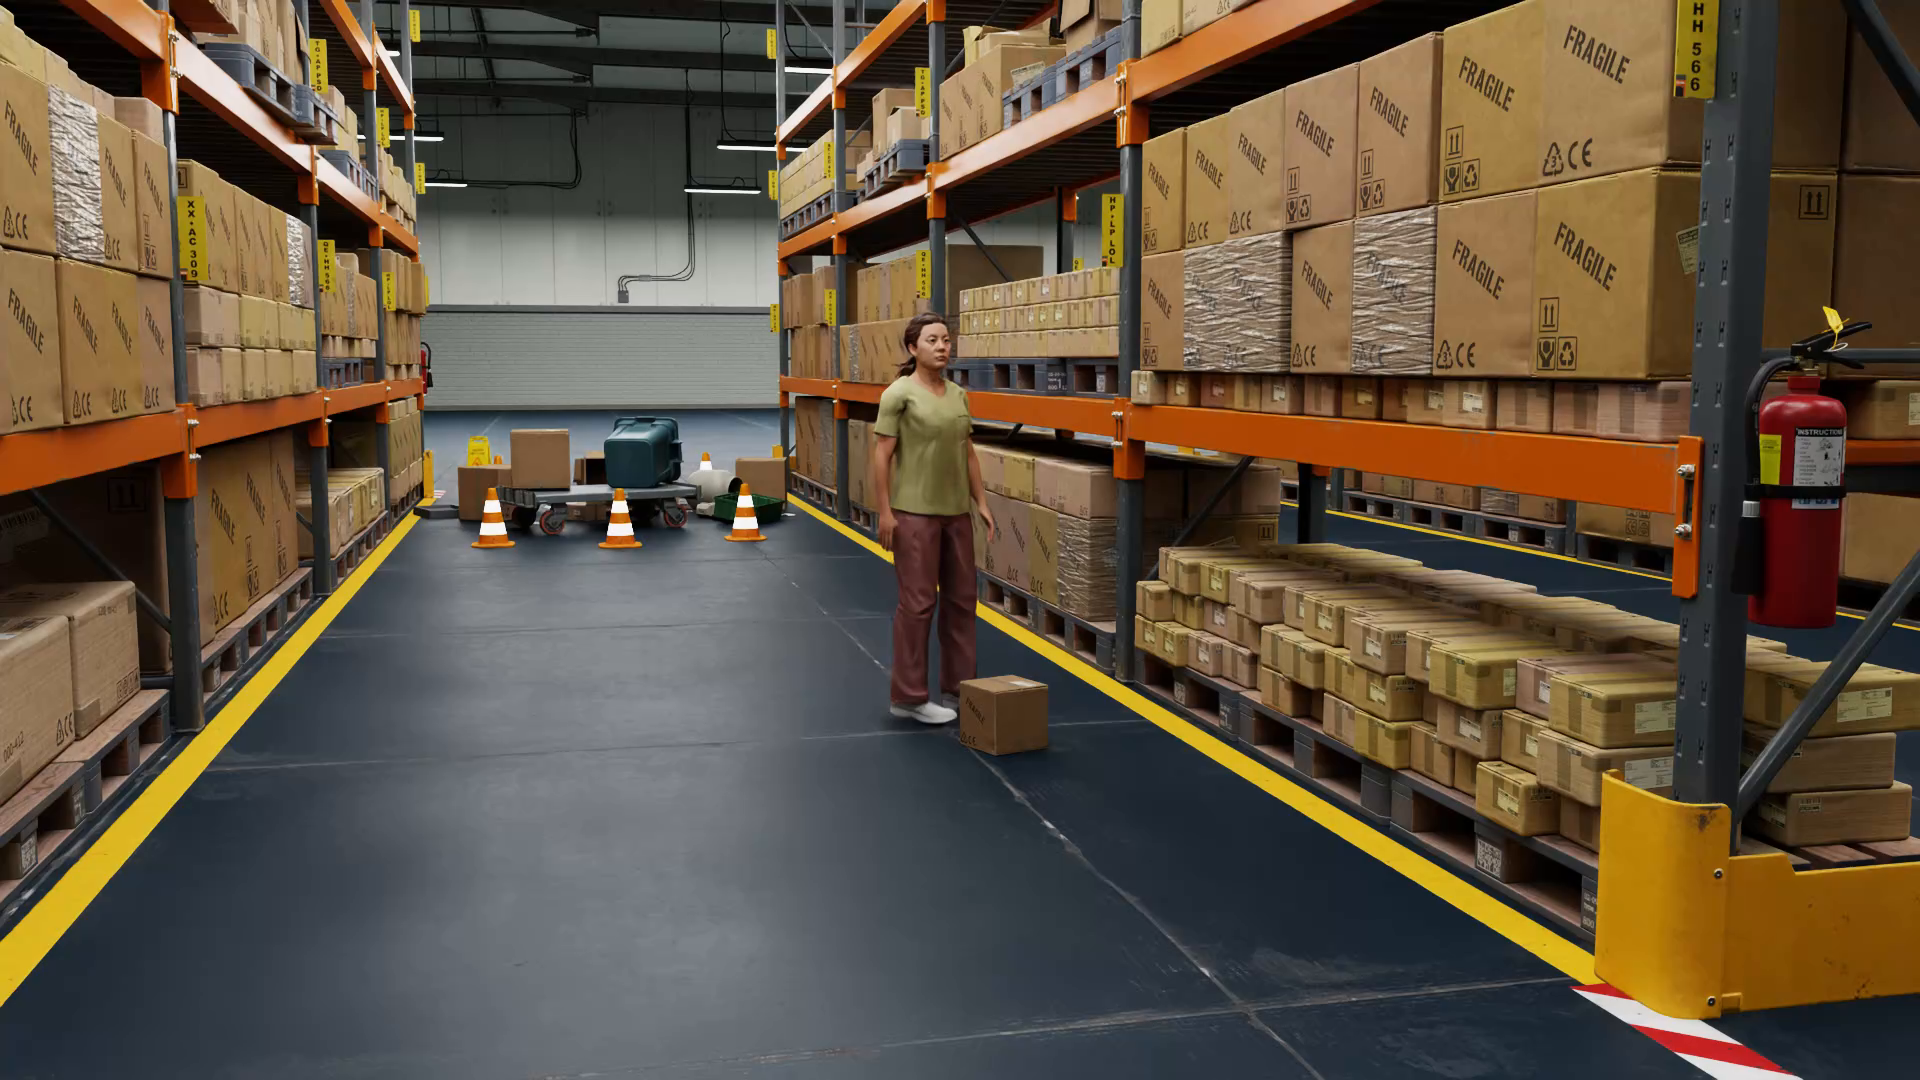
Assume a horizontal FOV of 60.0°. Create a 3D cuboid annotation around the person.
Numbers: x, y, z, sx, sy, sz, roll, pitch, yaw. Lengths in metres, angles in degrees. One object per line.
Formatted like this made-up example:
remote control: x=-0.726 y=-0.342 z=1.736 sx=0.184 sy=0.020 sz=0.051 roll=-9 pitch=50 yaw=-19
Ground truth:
person: x=-0.108 y=-0.091 z=6.856 sx=0.482 sy=1.676 sz=0.369 roll=-5 pitch=8 yaw=-39
